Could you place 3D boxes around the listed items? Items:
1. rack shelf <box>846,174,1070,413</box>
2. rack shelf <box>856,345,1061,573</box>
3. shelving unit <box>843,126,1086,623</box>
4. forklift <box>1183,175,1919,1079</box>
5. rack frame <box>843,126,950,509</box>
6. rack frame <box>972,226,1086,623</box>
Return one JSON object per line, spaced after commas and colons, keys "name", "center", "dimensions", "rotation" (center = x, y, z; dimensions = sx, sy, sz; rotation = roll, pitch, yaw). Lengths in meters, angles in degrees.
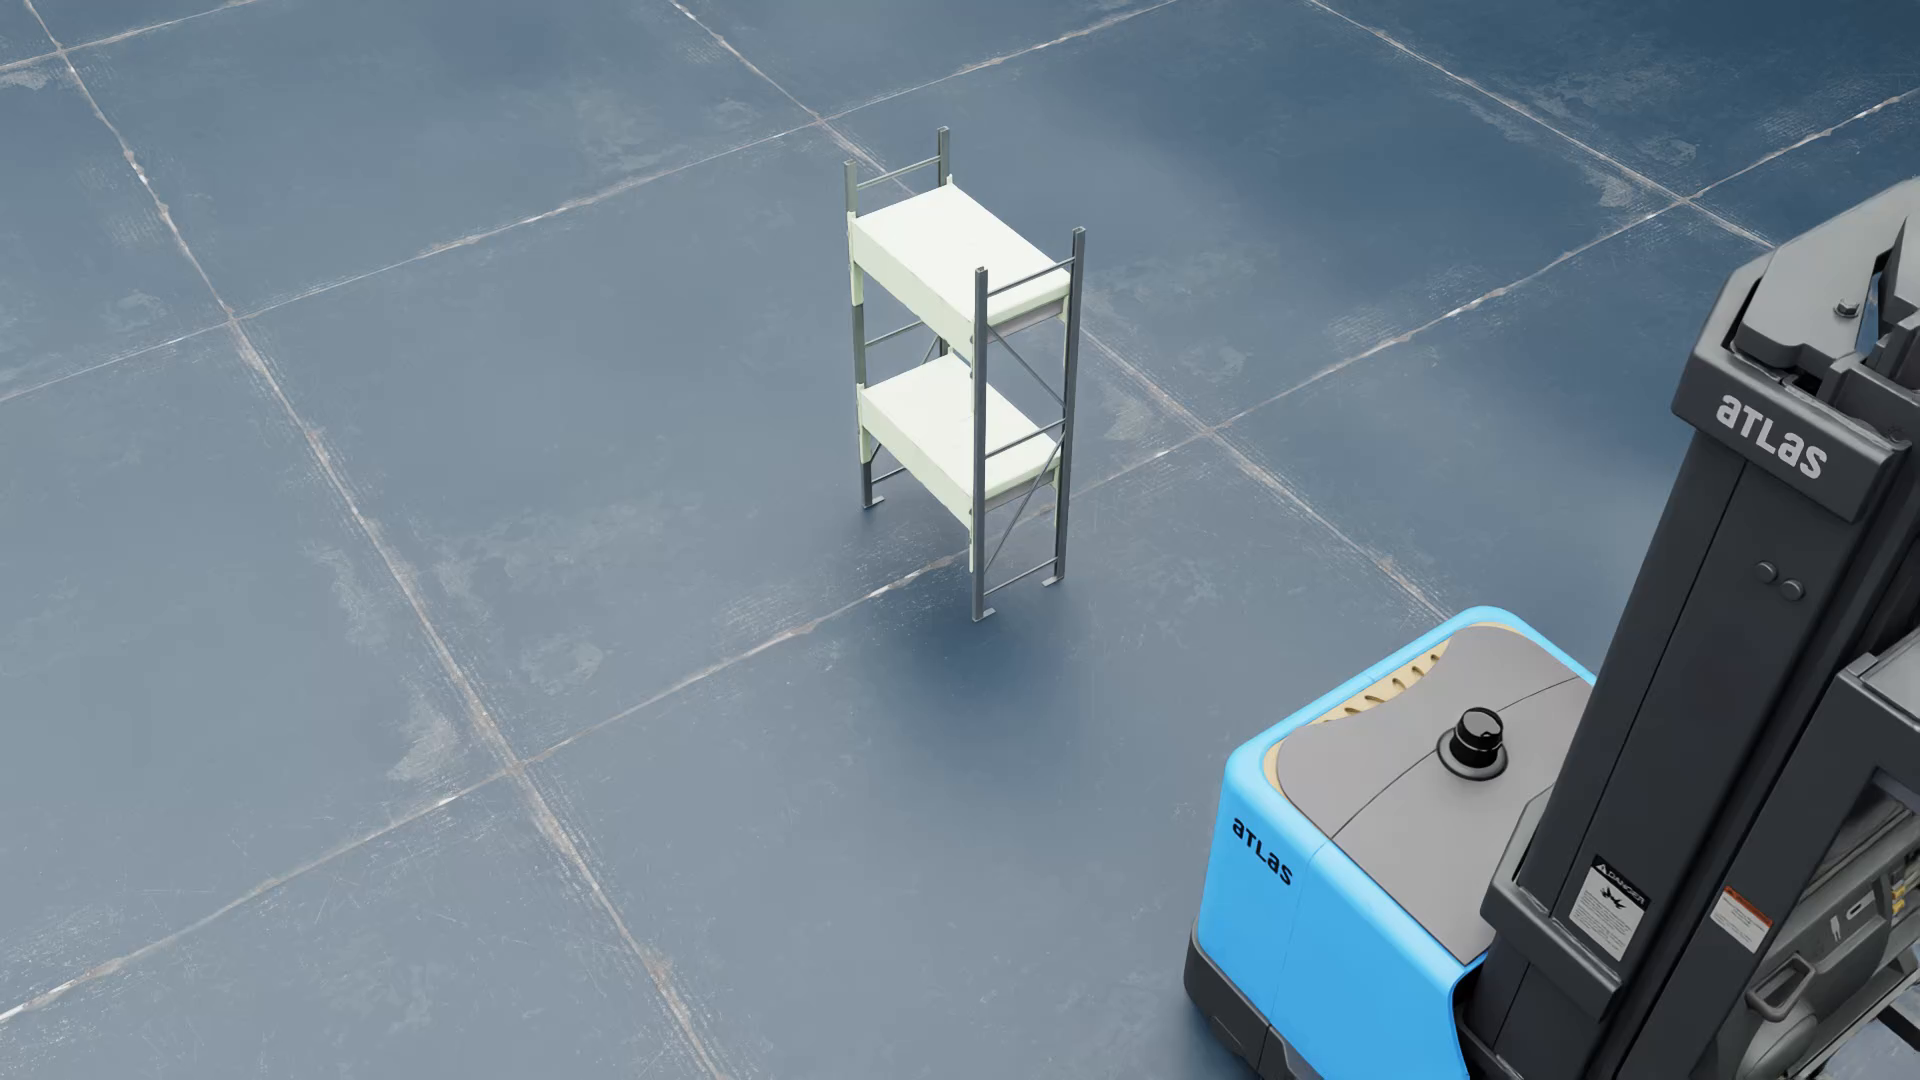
{"name": "rack shelf", "center": [0.004, -0.821, 5.459], "dimensions": [0.431, 0.370, 0.720], "rotation": [-26, 49, -24]}
{"name": "rack shelf", "center": [0.004, -0.303, 5.953], "dimensions": [0.431, 0.370, 0.720], "rotation": [-26, 49, -24]}
{"name": "shelving unit", "center": [0.004, -0.539, 5.728], "dimensions": [0.431, 1.500, 0.755], "rotation": [-26, 49, -24]}
{"name": "forklift", "center": [1.906, 0.895, 3.189], "dimensions": [1.130, 2.935, 3.031], "rotation": [-26, 49, -25]}
{"name": "rack frame", "center": [-0.206, -0.746, 5.945], "dimensions": [0.400, 1.500, 0.023], "rotation": [-26, 49, -24]}
{"name": "rack frame", "center": [0.213, -0.331, 5.511], "dimensions": [0.400, 1.500, 0.023], "rotation": [-26, 49, -24]}
